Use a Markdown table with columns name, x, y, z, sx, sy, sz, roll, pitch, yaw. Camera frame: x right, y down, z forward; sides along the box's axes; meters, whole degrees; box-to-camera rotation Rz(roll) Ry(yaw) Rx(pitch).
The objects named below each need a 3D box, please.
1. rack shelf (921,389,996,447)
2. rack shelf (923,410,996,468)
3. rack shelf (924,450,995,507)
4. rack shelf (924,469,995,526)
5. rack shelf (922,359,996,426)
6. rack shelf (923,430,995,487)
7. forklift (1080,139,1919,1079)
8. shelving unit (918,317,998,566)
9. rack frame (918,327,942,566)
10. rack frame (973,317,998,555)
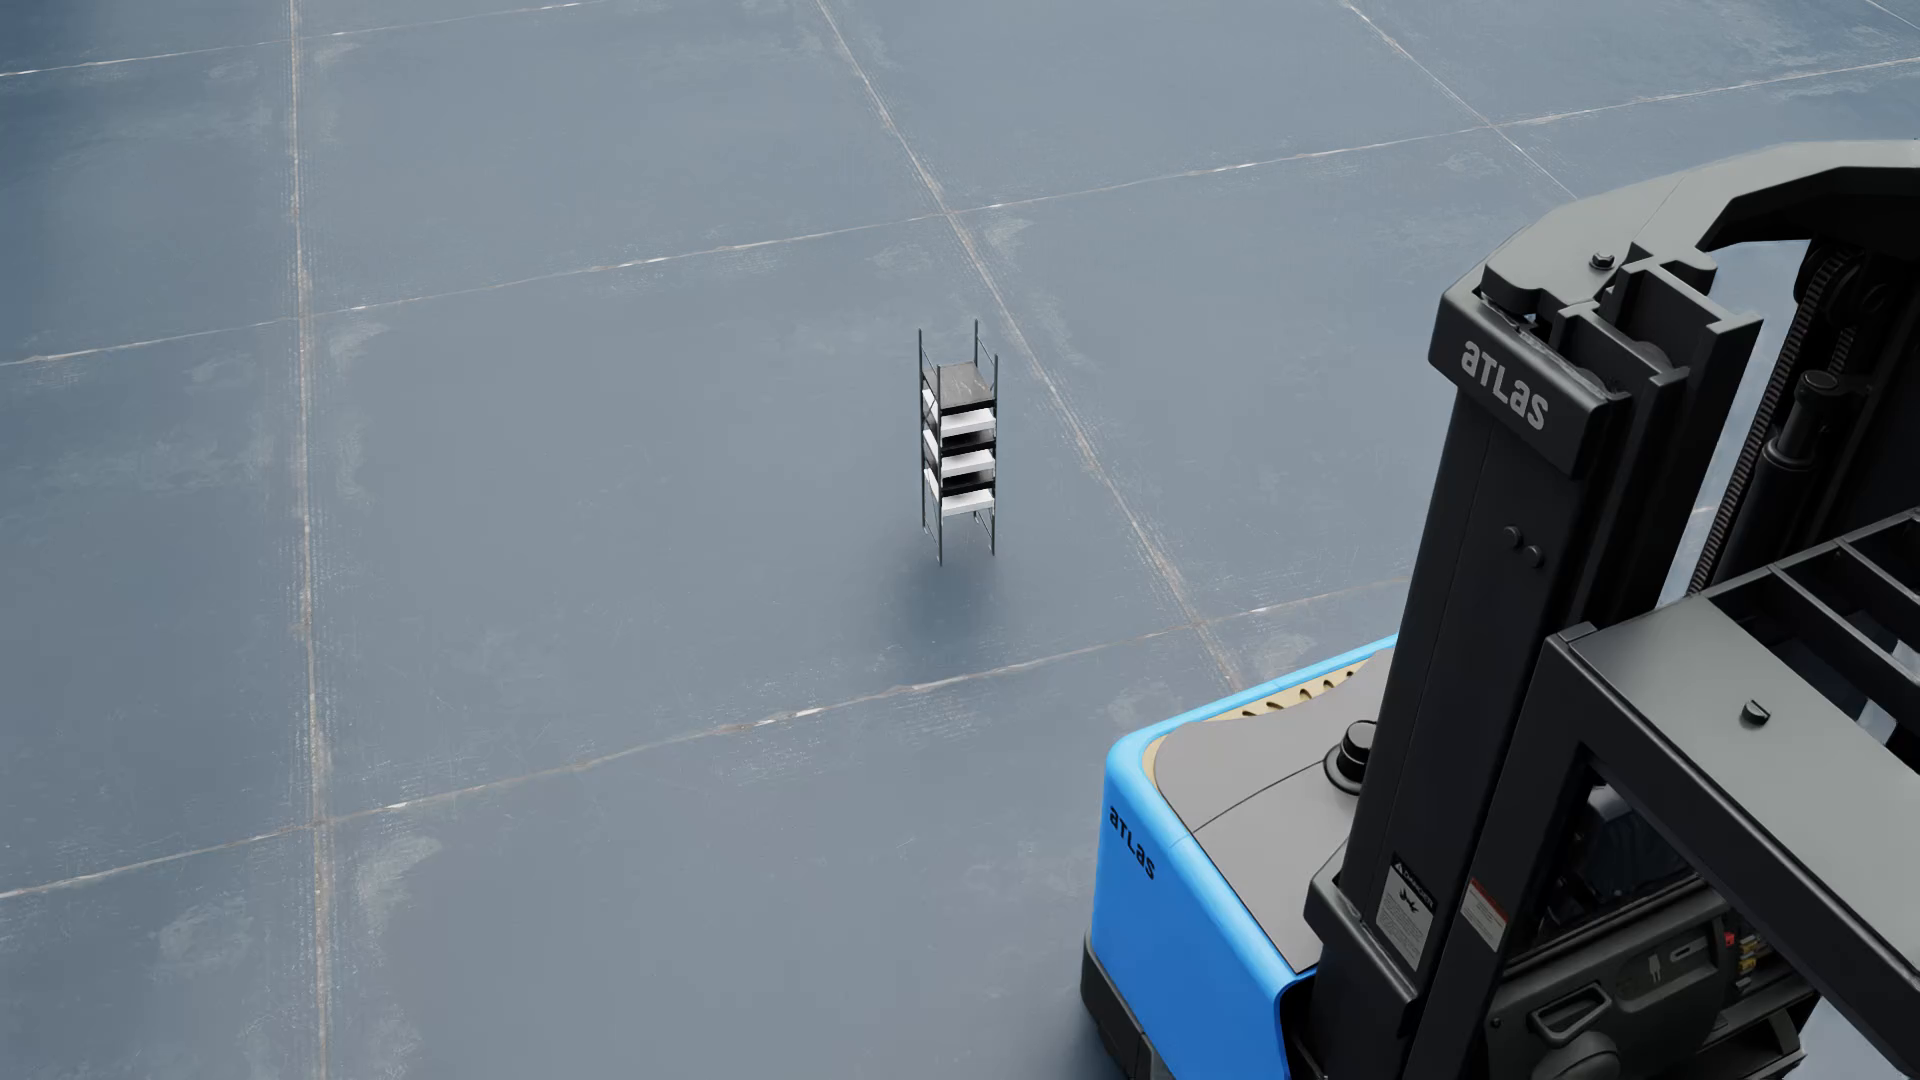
| name | x | y | z | sx | sy | sz | roll | pitch | yaw |
| --- | --- | --- | --- | --- | --- | --- | --- | --- | --- |
| rack shelf | -0.008 | -0.448 | 5.856 | 0.200 | 0.077 | 0.258 | -12 | 42 | -13 |
| rack shelf | -0.008 | -0.380 | 5.915 | 0.200 | 0.077 | 0.258 | -12 | 42 | -13 |
| rack shelf | -0.008 | -0.244 | 6.033 | 0.200 | 0.077 | 0.258 | -12 | 42 | -13 |
| rack shelf | -0.008 | -0.177 | 6.092 | 0.200 | 0.077 | 0.258 | -12 | 42 | -13 |
| rack shelf | -0.008 | -0.516 | 5.796 | 0.200 | 0.077 | 0.258 | -12 | 42 | -13 |
| rack shelf | -0.008 | -0.312 | 5.974 | 0.200 | 0.077 | 0.258 | -12 | 42 | -13 |
| forklift | 1.435 | 0.934 | 2.953 | 1.130 | 2.935 | 3.031 | -18 | 44 | -19 |
| shelving unit | -0.008 | -0.337 | 5.952 | 0.210 | 0.900 | 0.258 | -12 | 42 | -13 |
| rack frame | -0.105 | -0.317 | 5.929 | 0.006 | 0.900 | 0.240 | -12 | 42 | -13 |
| rack frame | 0.089 | -0.357 | 5.975 | 0.006 | 0.900 | 0.240 | -12 | 42 | -13 |
